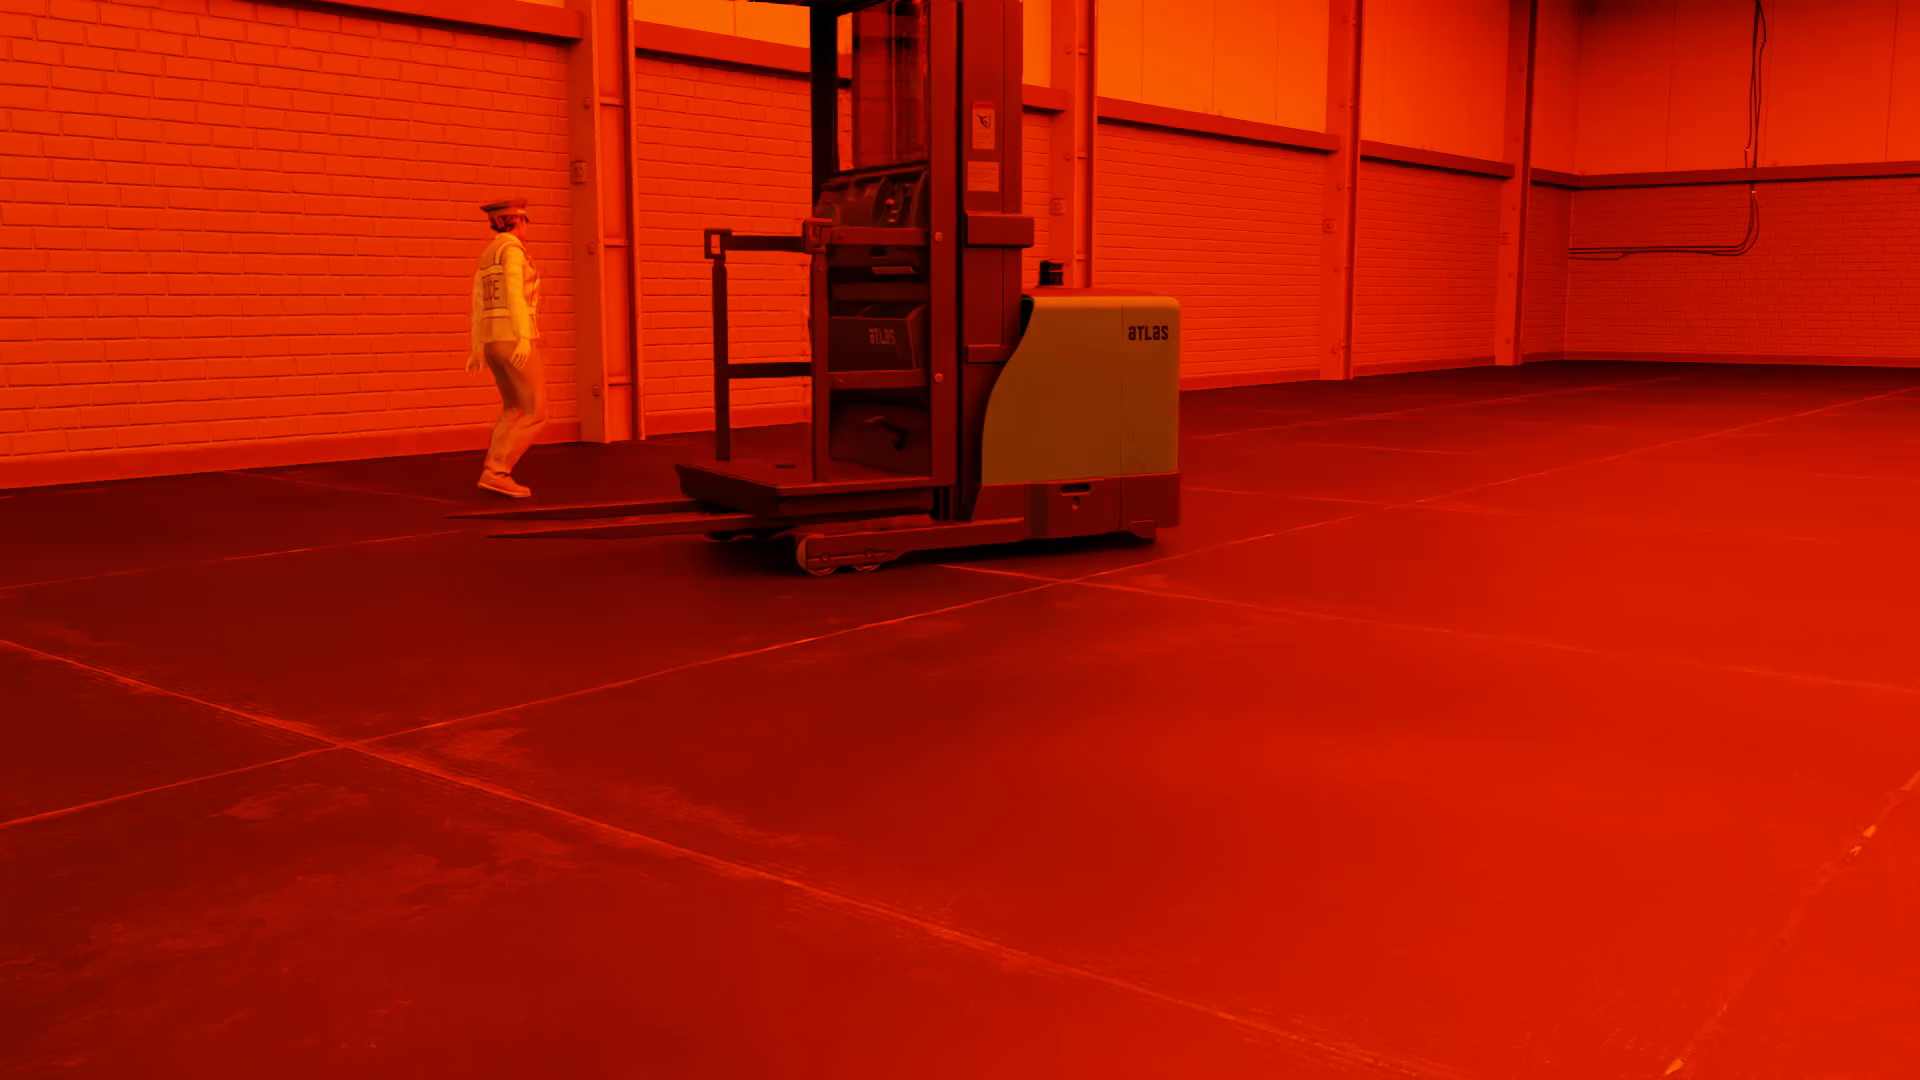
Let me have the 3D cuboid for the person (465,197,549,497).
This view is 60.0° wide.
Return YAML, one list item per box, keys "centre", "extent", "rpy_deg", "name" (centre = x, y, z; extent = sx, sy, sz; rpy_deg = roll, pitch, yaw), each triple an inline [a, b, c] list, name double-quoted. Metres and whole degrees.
- centre: [-2.477, -1.046, 9.010]
  extent: [0.421, 1.607, 0.793]
  rpy_deg: [-6, 10, -33]
  name: "person"

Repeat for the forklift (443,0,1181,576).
- centre: [-0.559, -1.397, 6.827]
  extent: [3.031, 2.935, 1.130]
  rpy_deg: [-5, 10, -30]
  name: "forklift"
